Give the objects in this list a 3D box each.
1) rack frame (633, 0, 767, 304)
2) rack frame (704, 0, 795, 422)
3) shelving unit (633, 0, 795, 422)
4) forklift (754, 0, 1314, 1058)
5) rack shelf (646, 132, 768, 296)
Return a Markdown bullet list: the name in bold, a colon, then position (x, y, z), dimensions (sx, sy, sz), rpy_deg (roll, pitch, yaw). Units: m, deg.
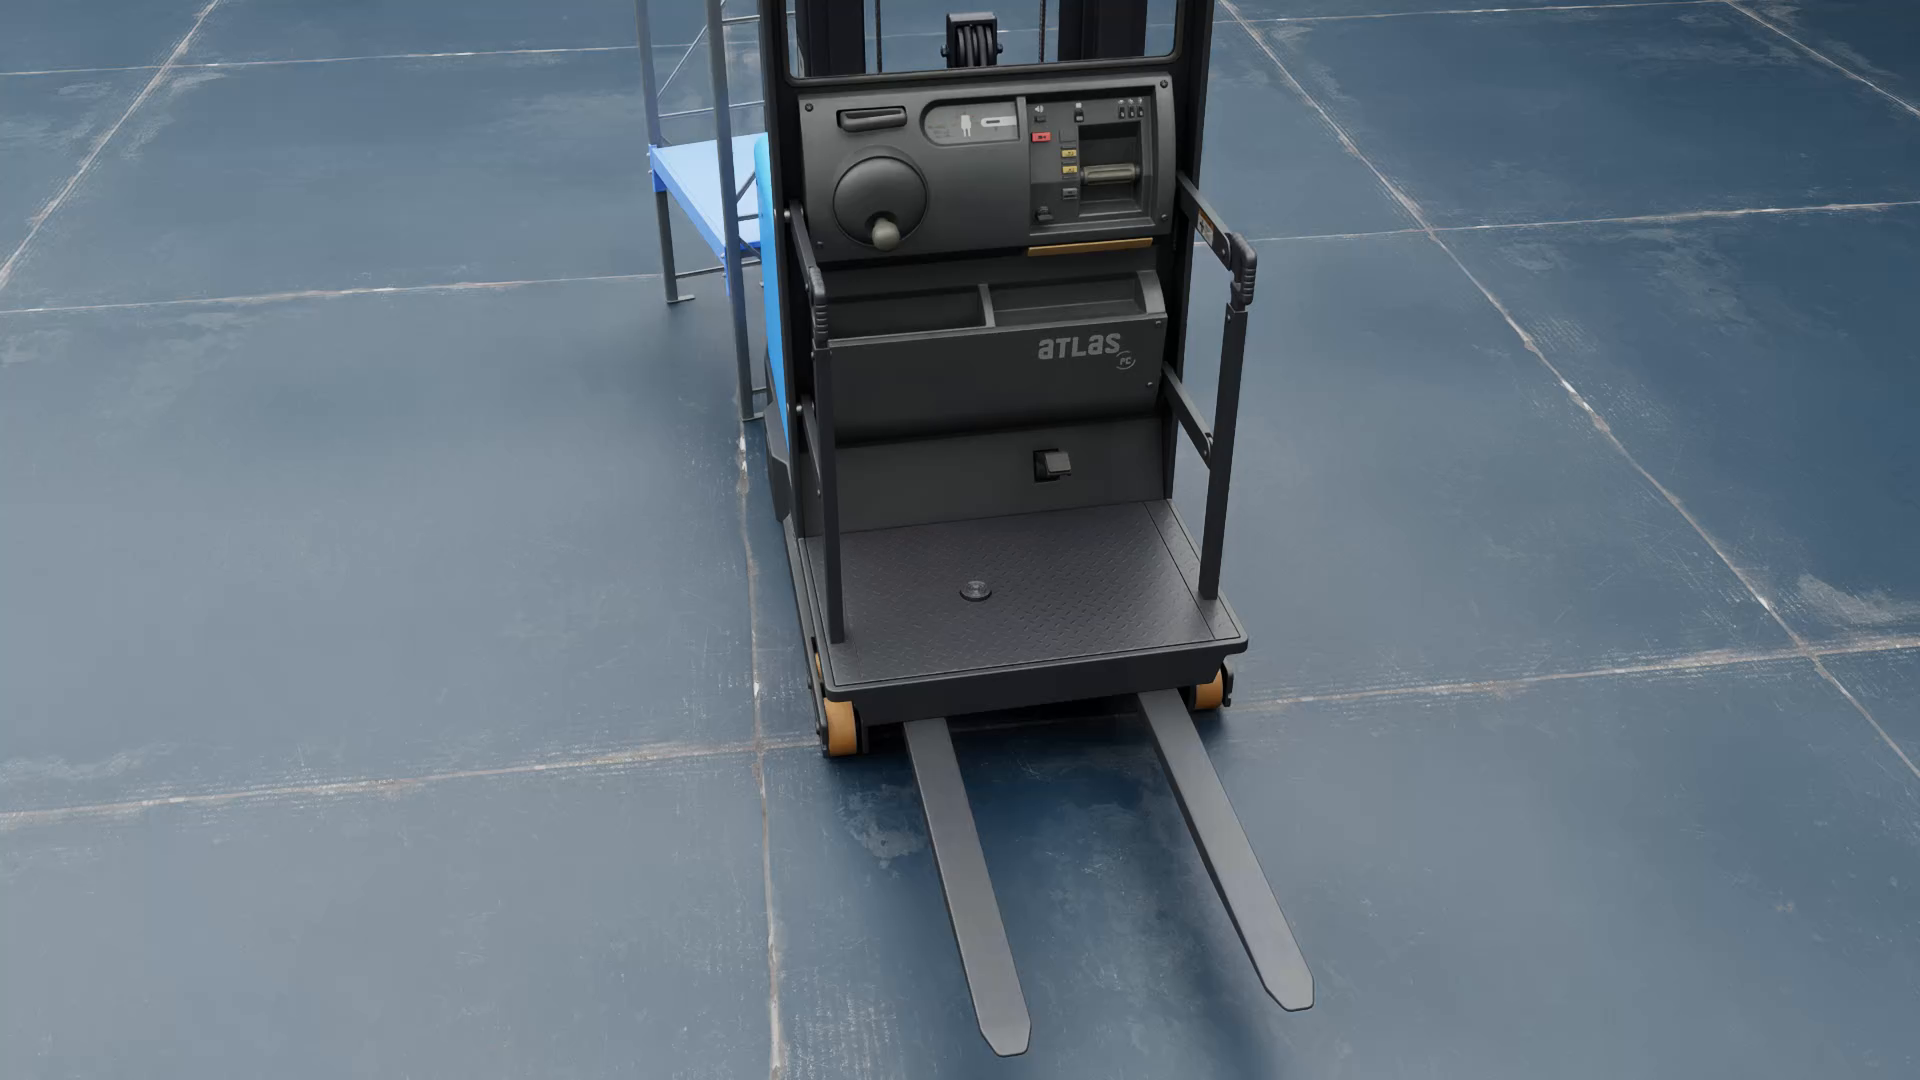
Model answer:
- **rack frame**: position (-0.941, -1.624, 6.301), dimensions (0.500, 1.500, 0.032), rpy_deg (-14, 37, -19)
- **rack frame**: position (-0.541, -1.097, 5.528), dimensions (0.500, 1.500, 0.032), rpy_deg (-14, 37, -19)
- **shelving unit**: position (-0.741, -1.360, 5.914), dimensions (0.538, 1.500, 1.048), rpy_deg (-14, 37, -19)
- **forklift**: position (0.119, -0.864, 3.915), dimensions (1.130, 2.935, 3.031), rpy_deg (-6, 35, -9)
- **rack shelf**: position (-0.741, -1.212, 6.016), dimensions (0.538, 0.185, 1.000), rpy_deg (-14, 37, -19)
